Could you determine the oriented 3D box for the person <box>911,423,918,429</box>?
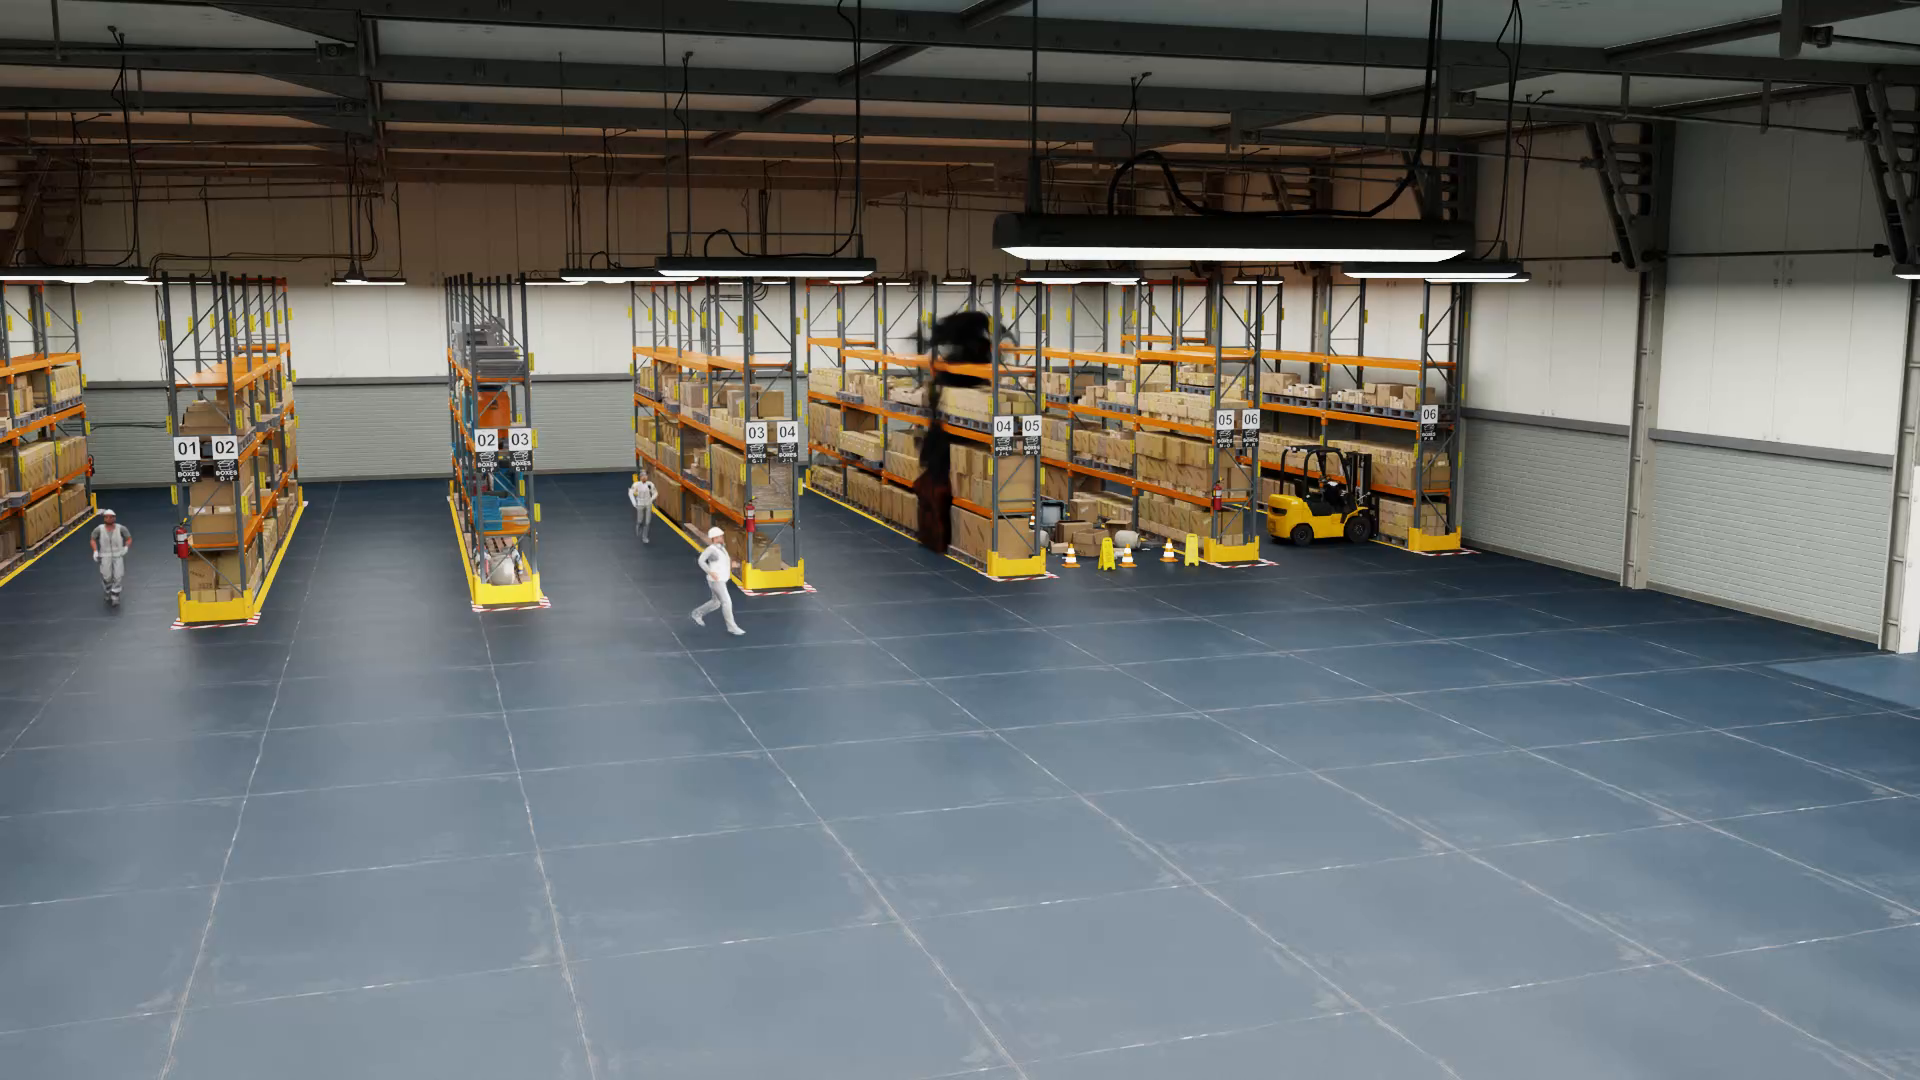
[{"bbox_3d":[-1.449,-2.744,50.726,0.662,1.627,0.539,-4,10,-25],"label":"person"}]

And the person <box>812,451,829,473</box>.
[{"bbox_3d":[-4.186,-2.646,49.599,0.917,1.770,0.712,0,9,2],"label":"person"}]

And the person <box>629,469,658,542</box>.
[{"bbox_3d":[-7.174,-0.776,37.757,0.638,1.667,0.558,-2,9,-16],"label":"person"}]

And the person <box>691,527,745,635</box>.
[{"bbox_3d":[-4.055,0.674,27.726,0.956,1.783,0.661,1,9,8],"label":"person"}]

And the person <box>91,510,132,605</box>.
[{"bbox_3d":[-15.373,0.318,30.176,0.668,1.749,0.583,-5,10,-29],"label":"person"}]
